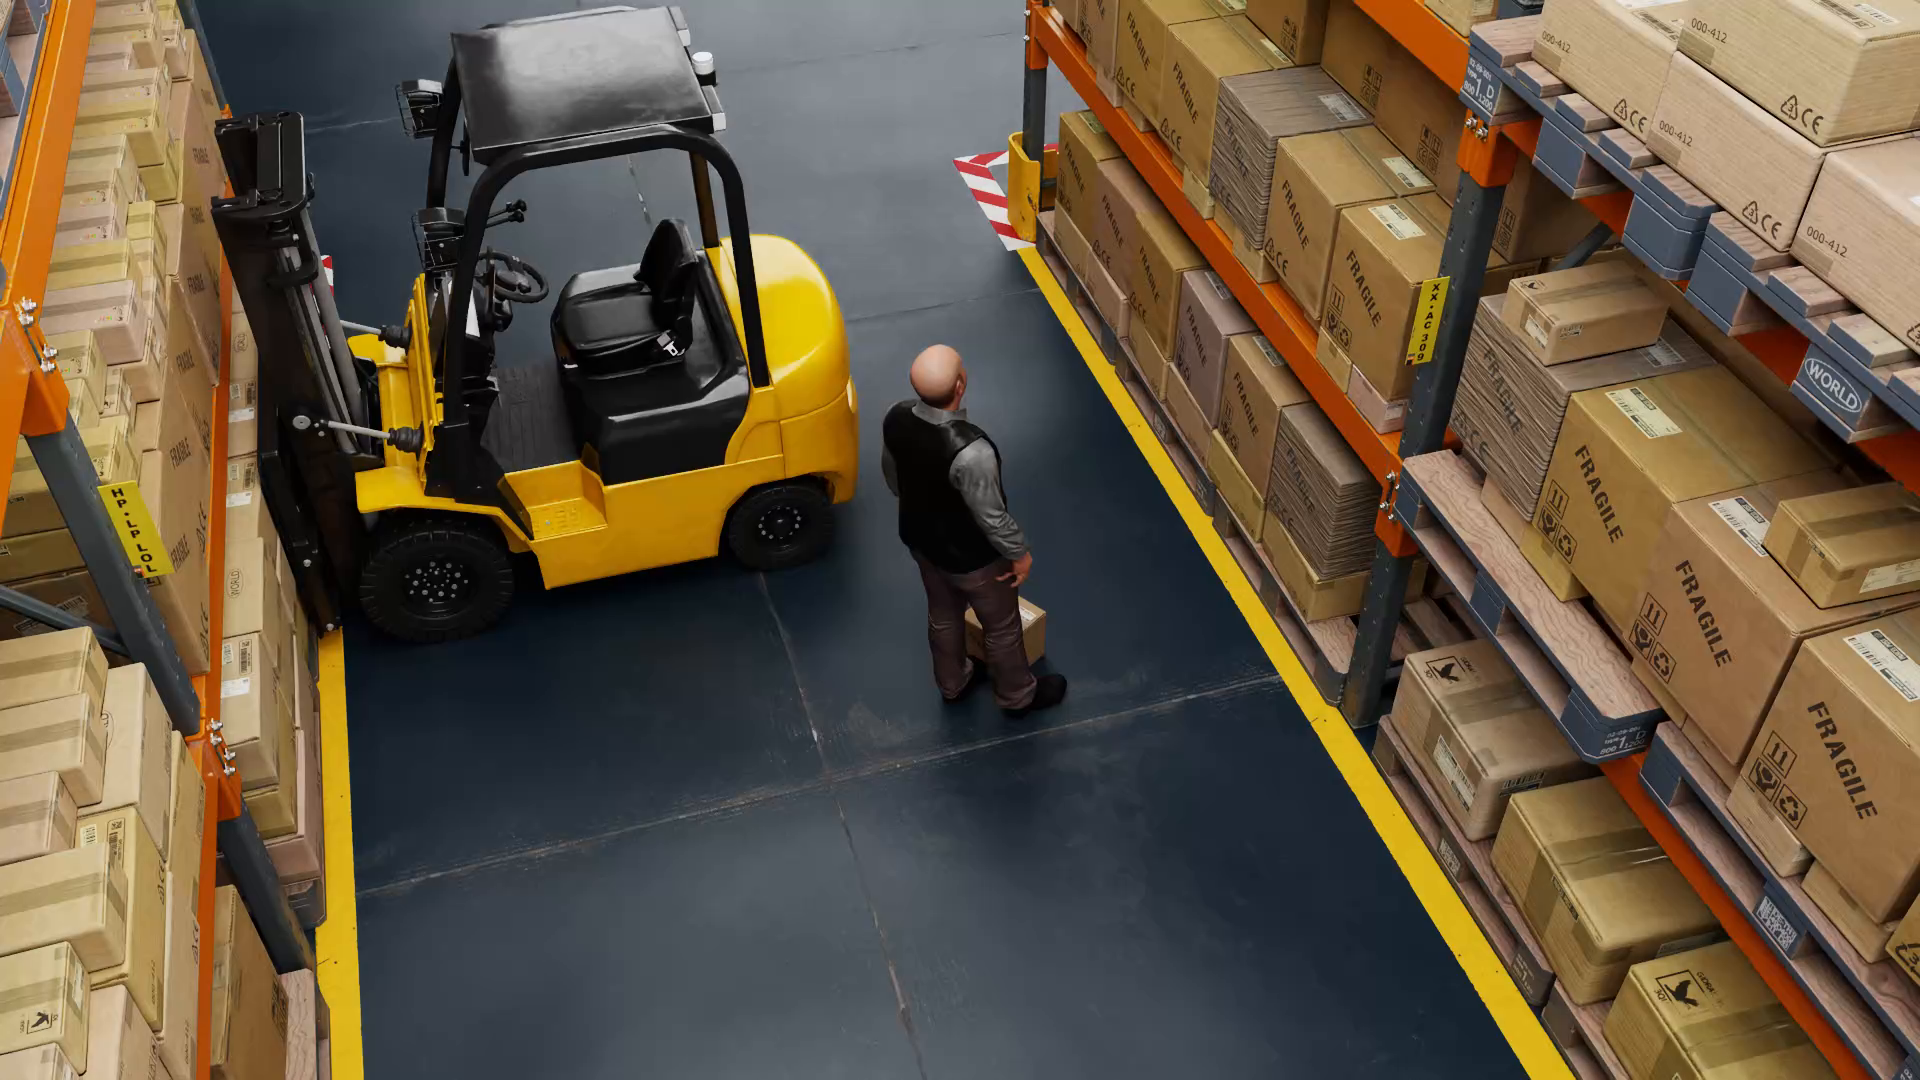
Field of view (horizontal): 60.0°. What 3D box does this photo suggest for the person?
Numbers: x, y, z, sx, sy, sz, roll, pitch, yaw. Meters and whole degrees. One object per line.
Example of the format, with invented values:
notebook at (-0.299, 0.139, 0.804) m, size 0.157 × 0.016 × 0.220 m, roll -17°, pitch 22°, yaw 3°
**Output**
person at (0.042, -0.036, 6.206) m, size 0.633 × 1.722 × 0.566 m, roll 32°, pitch 51°, yaw 31°
